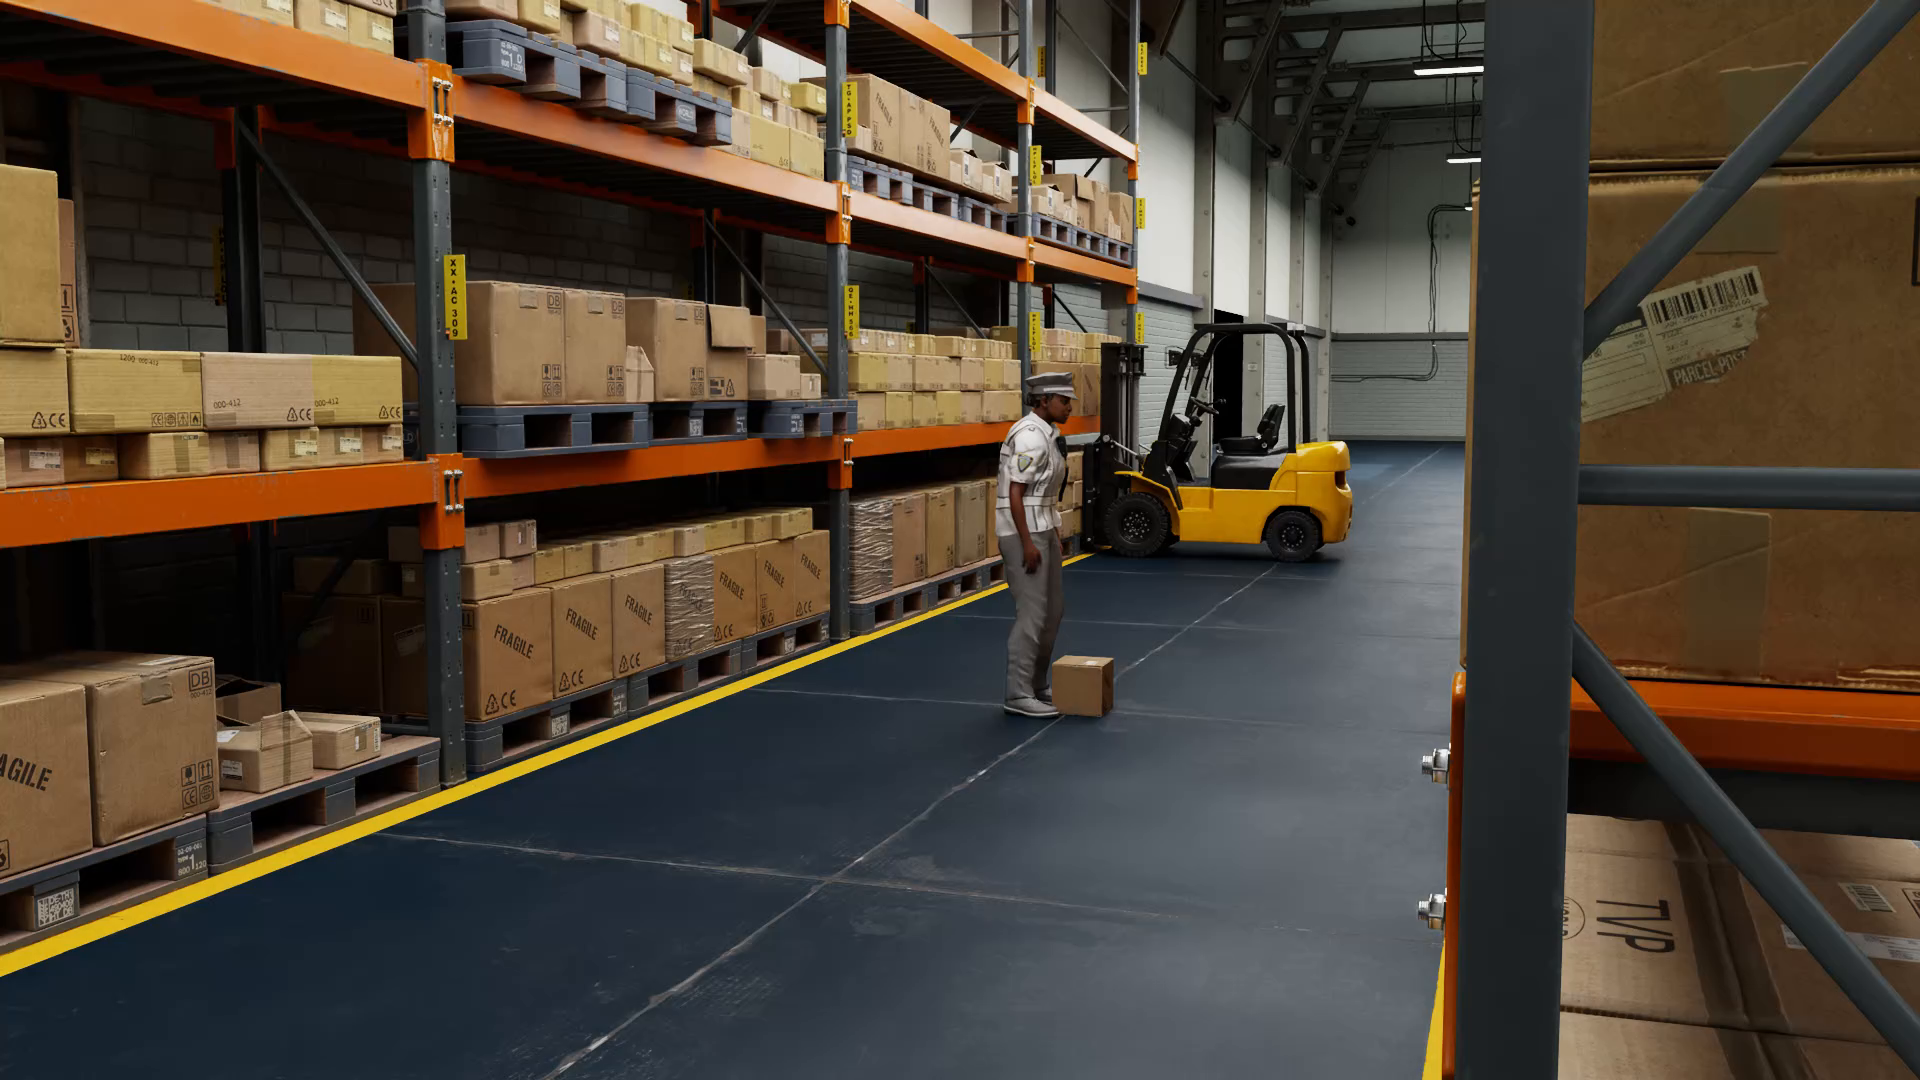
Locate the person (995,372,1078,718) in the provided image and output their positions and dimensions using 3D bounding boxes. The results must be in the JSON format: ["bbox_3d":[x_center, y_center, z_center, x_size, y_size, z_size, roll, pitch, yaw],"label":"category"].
[{"bbox_3d":[0.377,0.009,8.158,0.393,1.657,0.505,2,6,20],"label":"person"}]
